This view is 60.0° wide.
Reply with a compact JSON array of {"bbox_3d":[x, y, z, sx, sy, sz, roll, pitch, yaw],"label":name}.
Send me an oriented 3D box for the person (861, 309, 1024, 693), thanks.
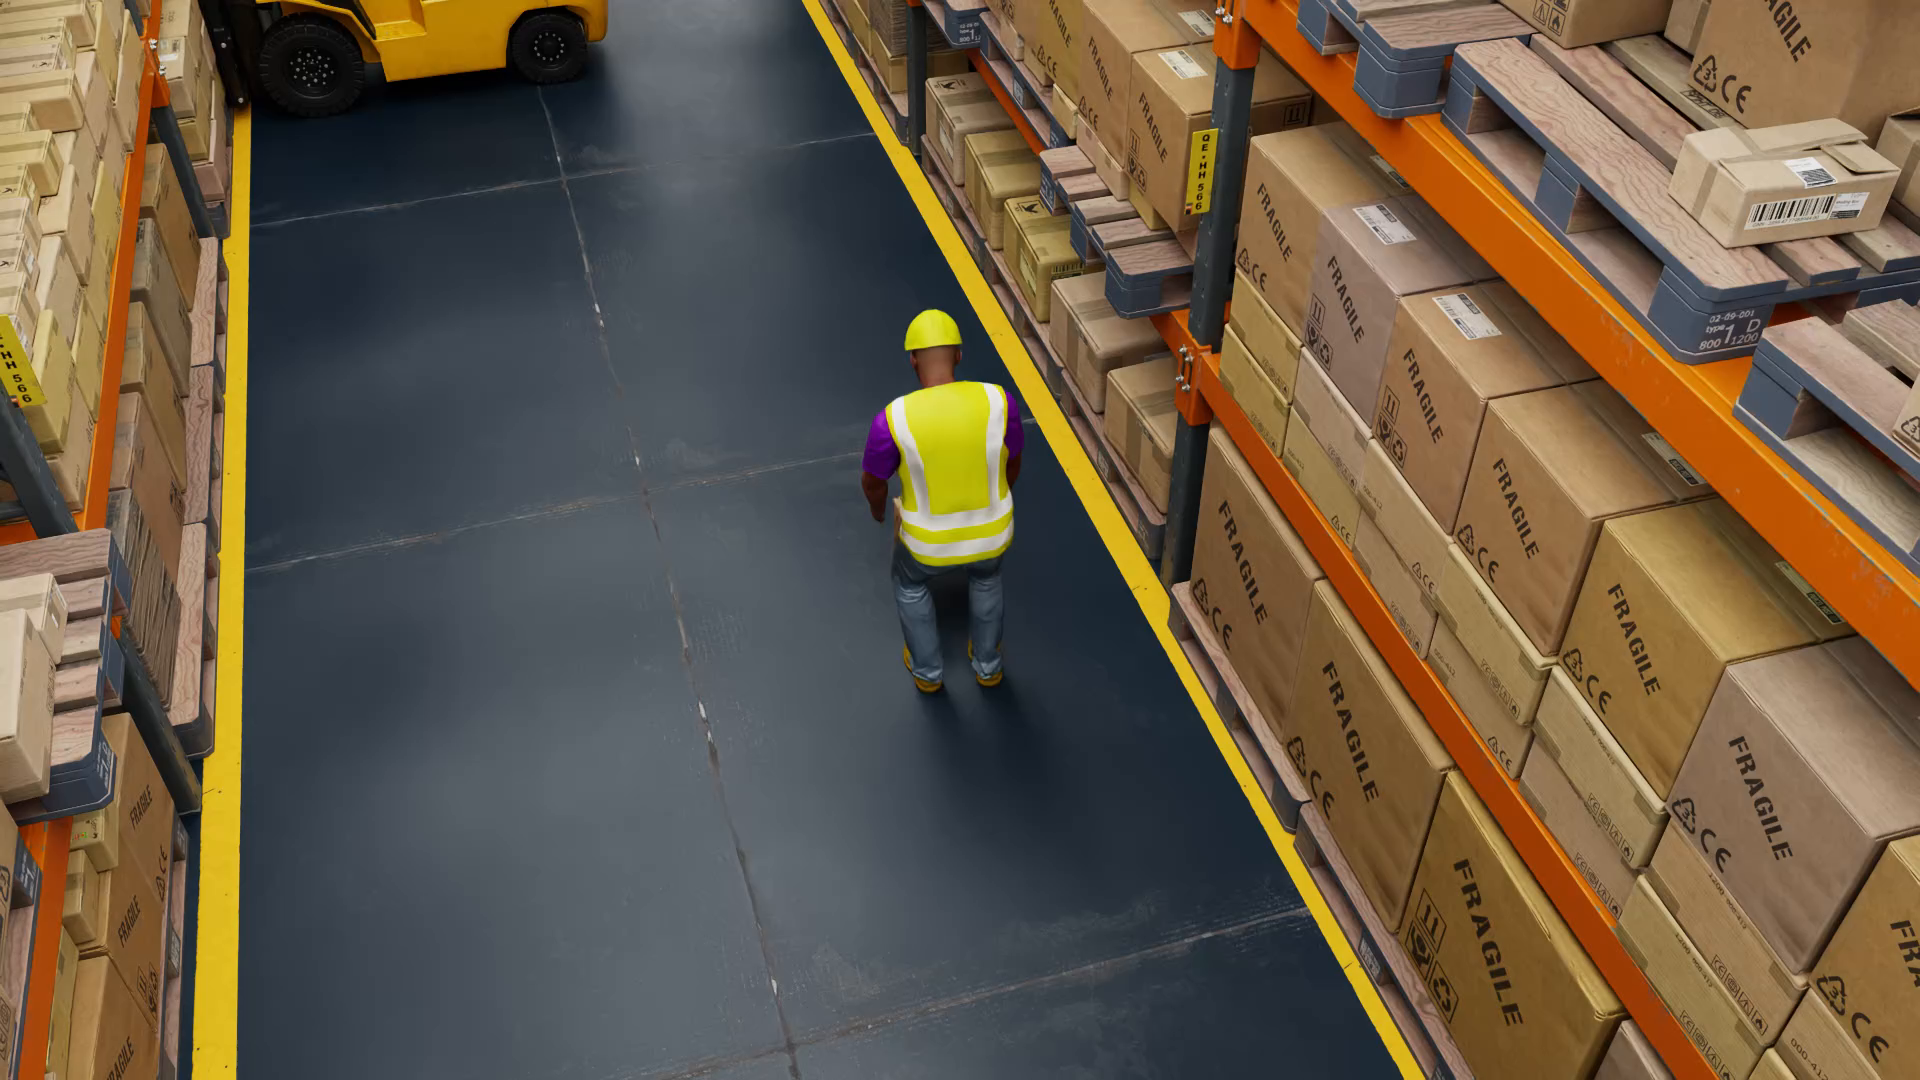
[{"bbox_3d":[-0.064,-0.094,6.335,0.610,1.651,0.554,-7,42,-8],"label":"person"}]
